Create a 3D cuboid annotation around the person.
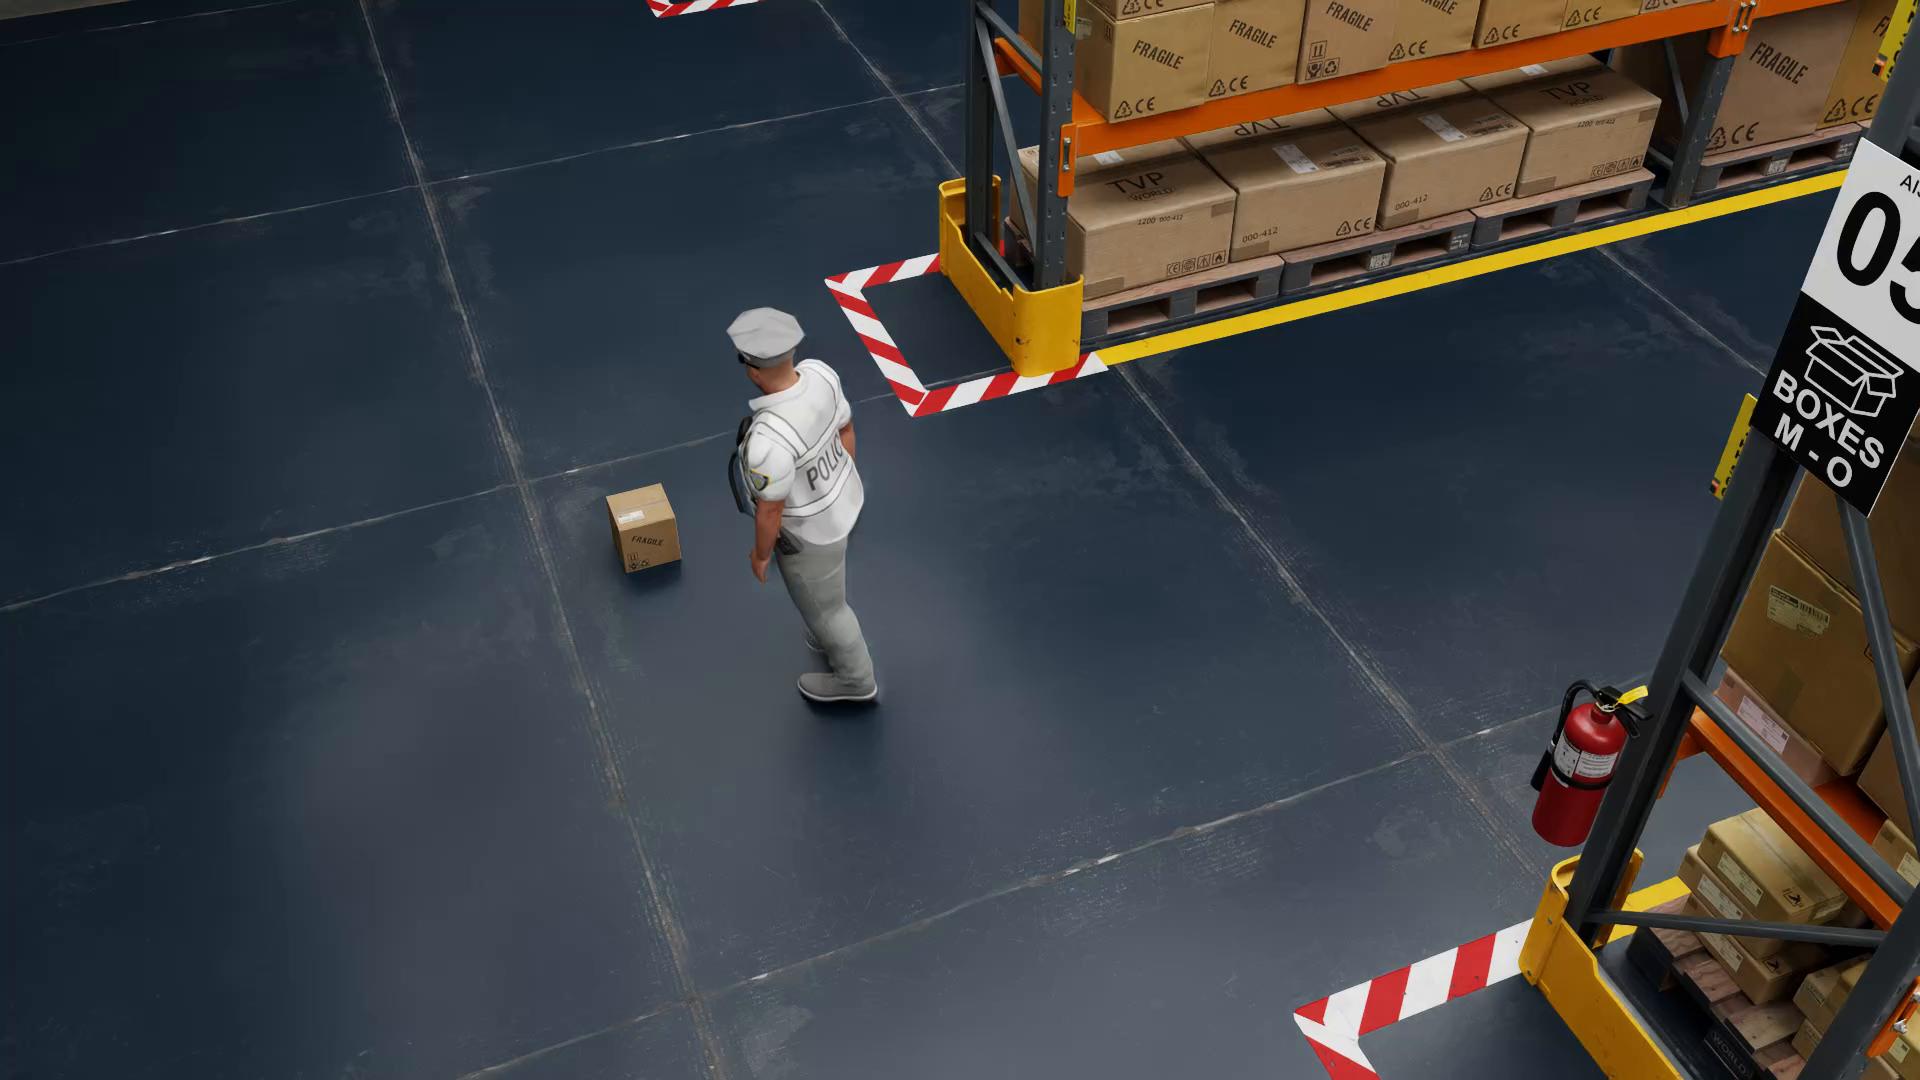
[{"bbox_3d":[-0.555,-0.070,6.240,0.483,1.779,0.584,10,42,11],"label":"person"}]
